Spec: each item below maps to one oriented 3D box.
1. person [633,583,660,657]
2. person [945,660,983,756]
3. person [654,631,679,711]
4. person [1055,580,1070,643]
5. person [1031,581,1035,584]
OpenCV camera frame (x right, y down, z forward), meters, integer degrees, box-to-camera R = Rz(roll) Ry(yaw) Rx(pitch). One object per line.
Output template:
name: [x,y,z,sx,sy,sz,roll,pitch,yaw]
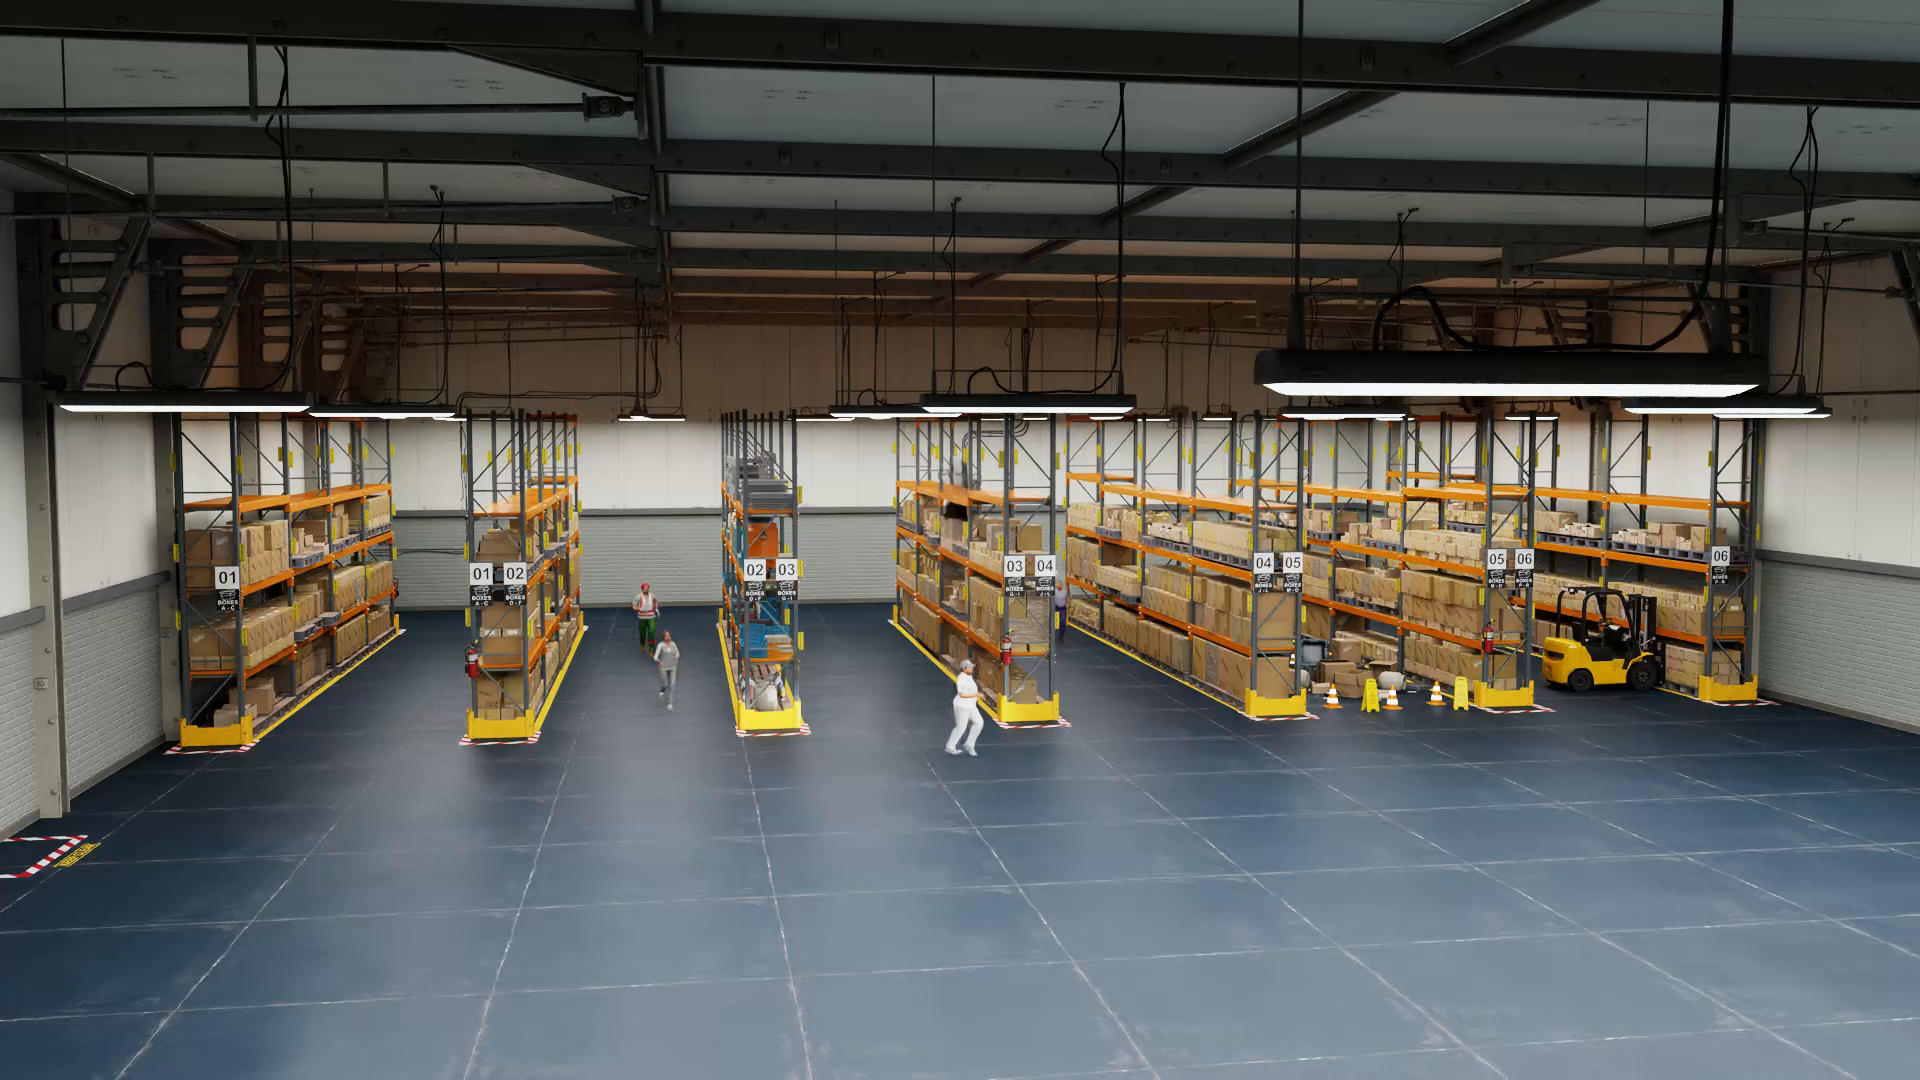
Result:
person: [-7.723,1.941,40.963,0.663,1.795,0.984,-1,4,-18]
person: [0.106,2.914,28.659,0.733,1.706,0.561,2,4,21]
person: [-5.896,2.608,33.500,0.539,1.583,0.756,-2,4,-24]
person: [2.619,1.878,43.832,0.616,1.631,0.764,-1,4,-8]
person: [1.900,1.553,48.070,0.621,1.634,0.522,0,4,-6]
